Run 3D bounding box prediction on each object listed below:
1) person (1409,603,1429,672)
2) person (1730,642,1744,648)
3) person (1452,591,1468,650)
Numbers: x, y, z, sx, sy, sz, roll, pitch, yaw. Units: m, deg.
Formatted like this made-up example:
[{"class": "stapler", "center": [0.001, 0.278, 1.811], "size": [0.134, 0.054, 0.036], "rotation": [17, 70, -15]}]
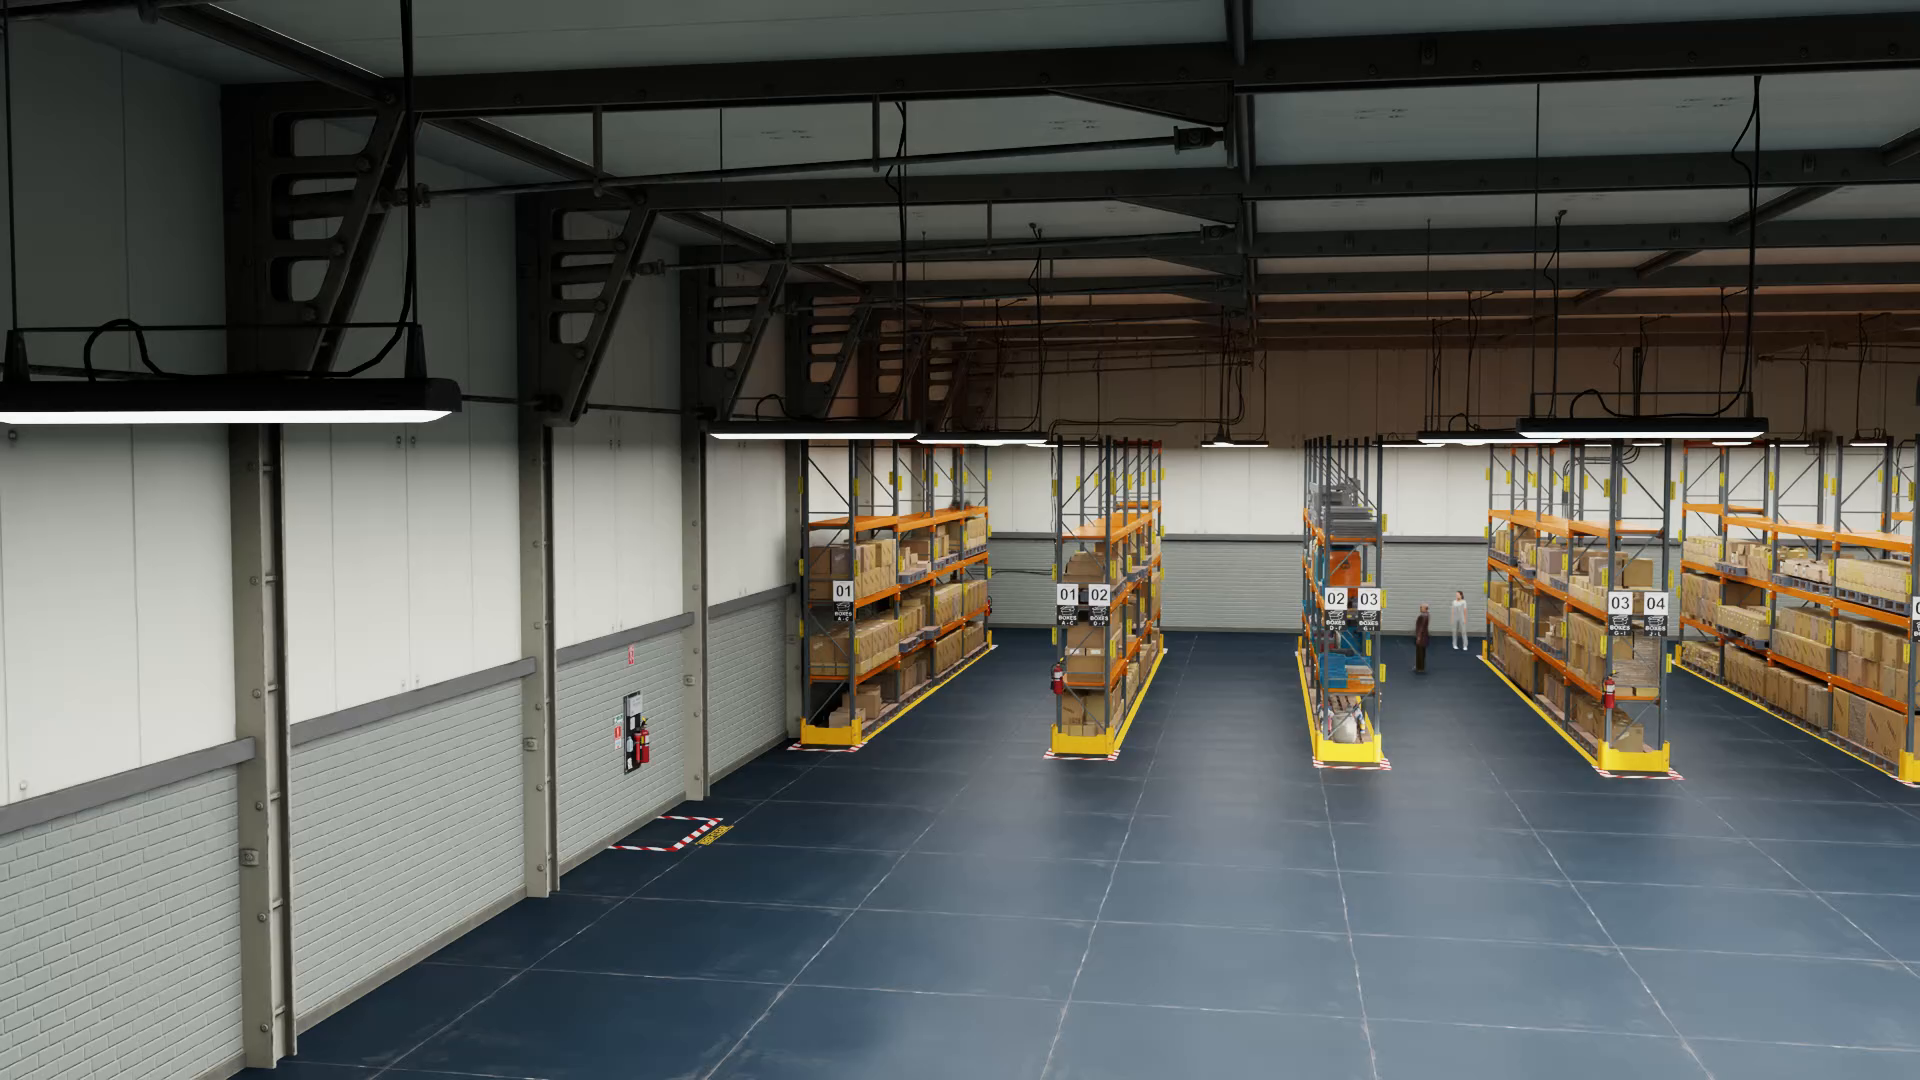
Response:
[{"class": "person", "center": [11.845, 2.511, 42.910], "size": [0.510, 1.787, 0.593], "rotation": [1, 3, 20]}, {"class": "person", "center": [21.426, 2.358, 45.838], "size": [0.697, 1.798, 0.366], "rotation": [1, 3, 25]}, {"class": "person", "center": [14.385, 2.309, 47.827], "size": [0.458, 1.680, 0.404], "rotation": [1, 3, 22]}]
